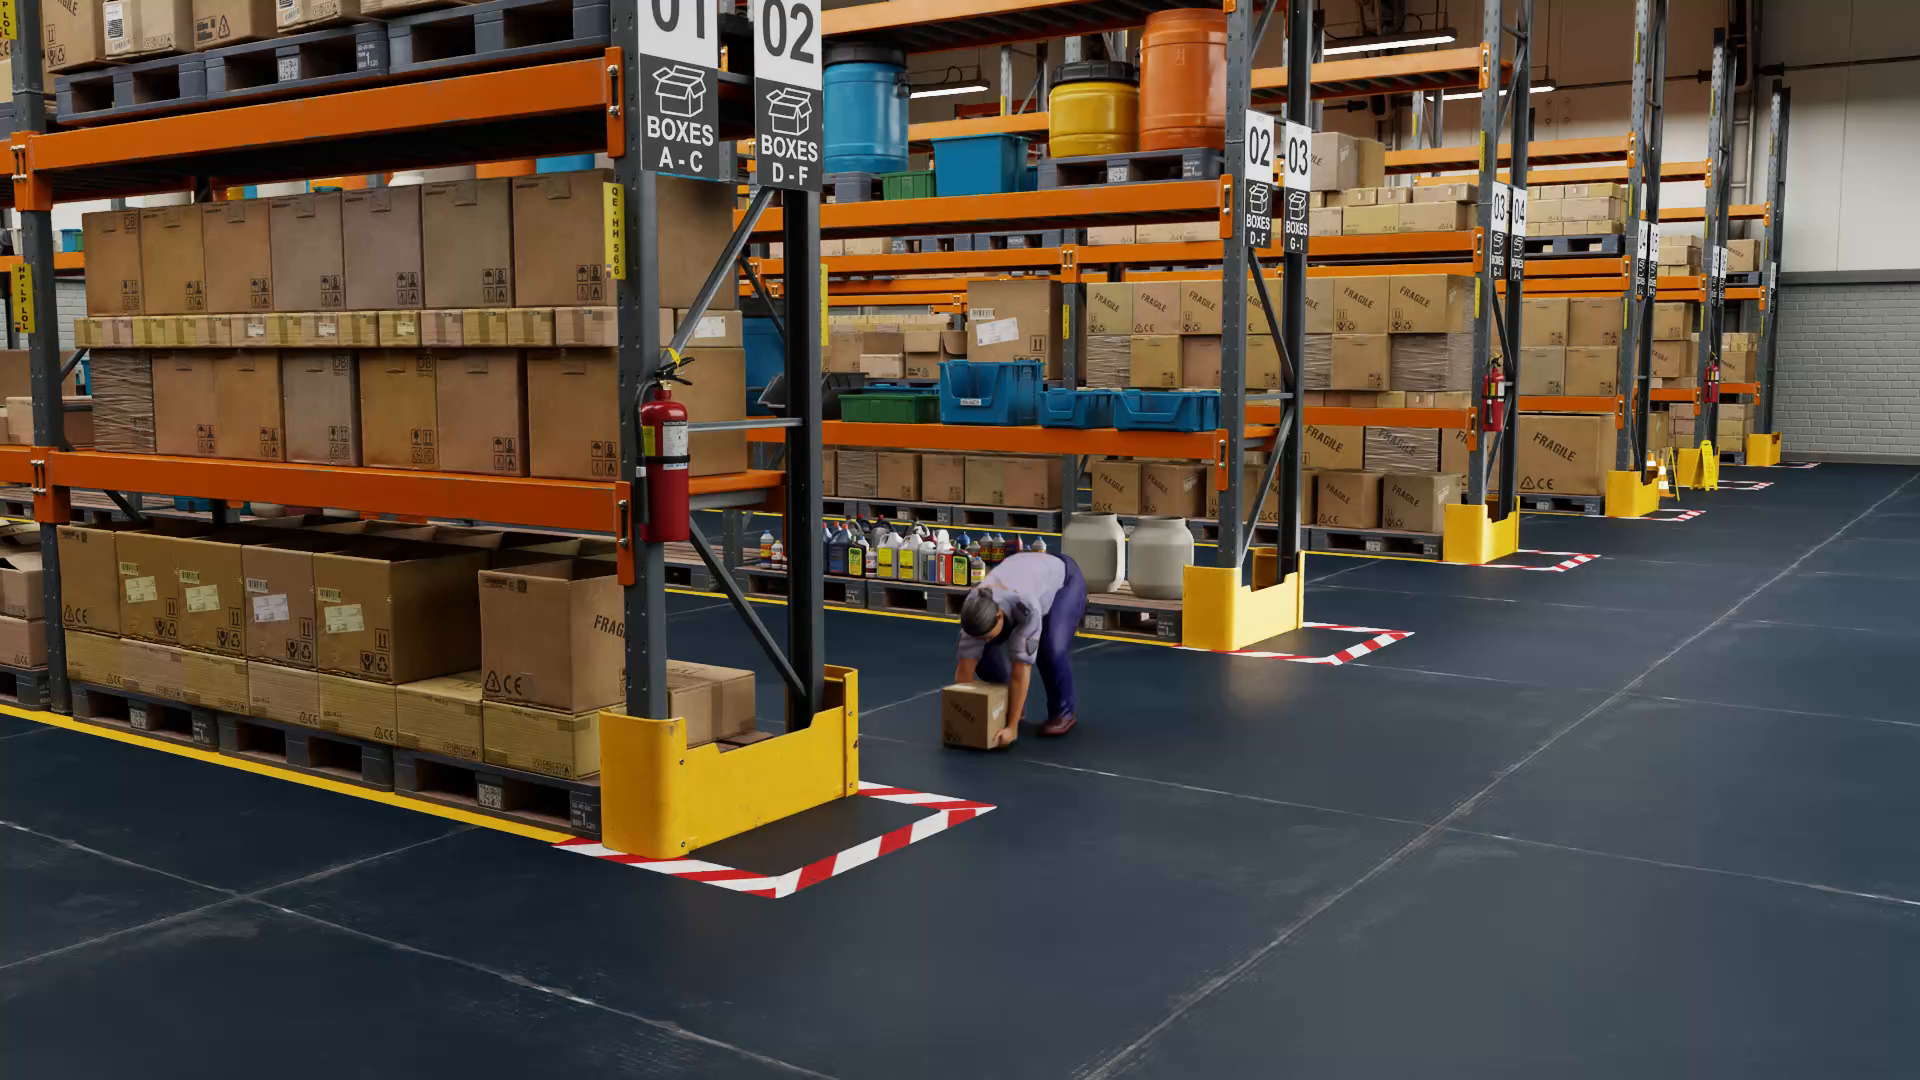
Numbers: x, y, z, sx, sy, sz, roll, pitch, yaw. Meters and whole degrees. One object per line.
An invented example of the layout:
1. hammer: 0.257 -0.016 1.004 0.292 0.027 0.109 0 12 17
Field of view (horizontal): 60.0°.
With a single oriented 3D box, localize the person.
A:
1. person: 0.267 0.497 7.773 0.513 0.841 0.899 4 7 31
